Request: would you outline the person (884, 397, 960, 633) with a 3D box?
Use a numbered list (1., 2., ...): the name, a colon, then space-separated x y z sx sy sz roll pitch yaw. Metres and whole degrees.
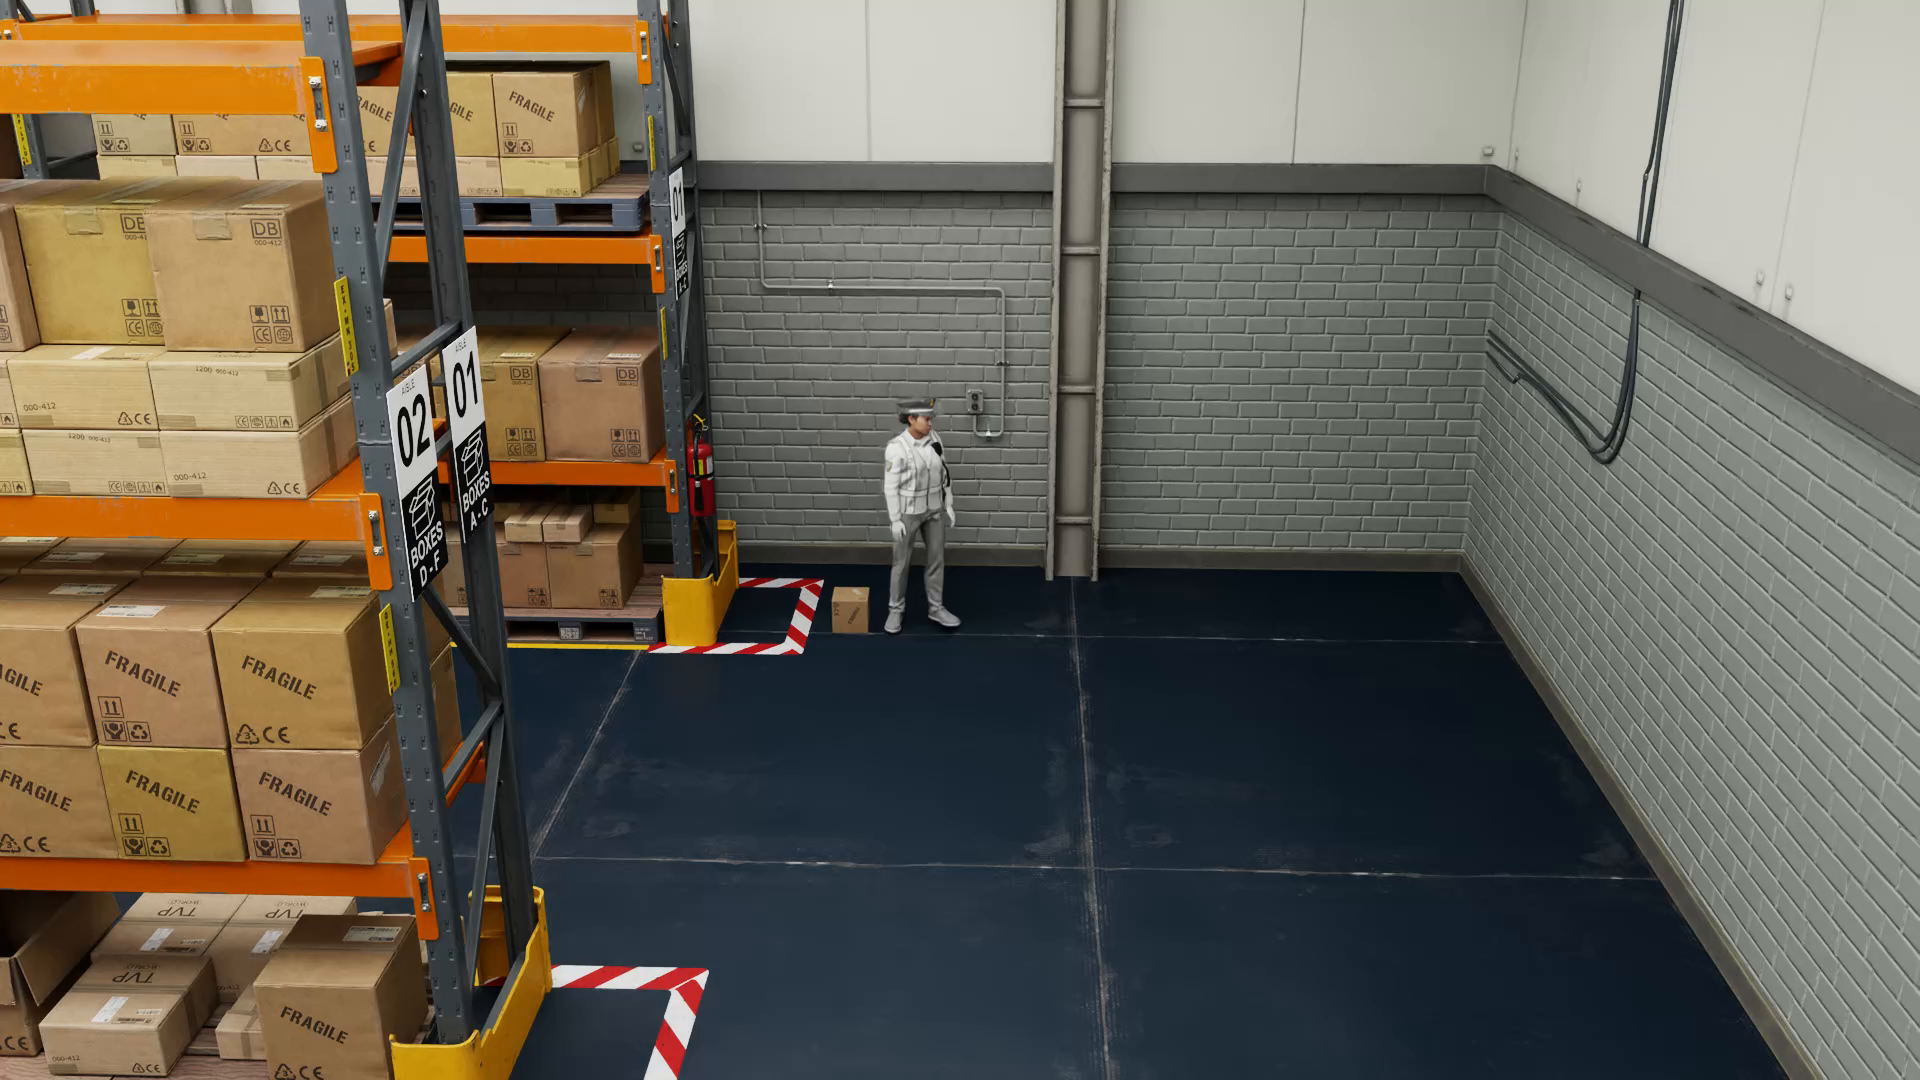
1. person: -0.280 -0.182 11.469 0.543 1.679 0.415 -13 24 -30
